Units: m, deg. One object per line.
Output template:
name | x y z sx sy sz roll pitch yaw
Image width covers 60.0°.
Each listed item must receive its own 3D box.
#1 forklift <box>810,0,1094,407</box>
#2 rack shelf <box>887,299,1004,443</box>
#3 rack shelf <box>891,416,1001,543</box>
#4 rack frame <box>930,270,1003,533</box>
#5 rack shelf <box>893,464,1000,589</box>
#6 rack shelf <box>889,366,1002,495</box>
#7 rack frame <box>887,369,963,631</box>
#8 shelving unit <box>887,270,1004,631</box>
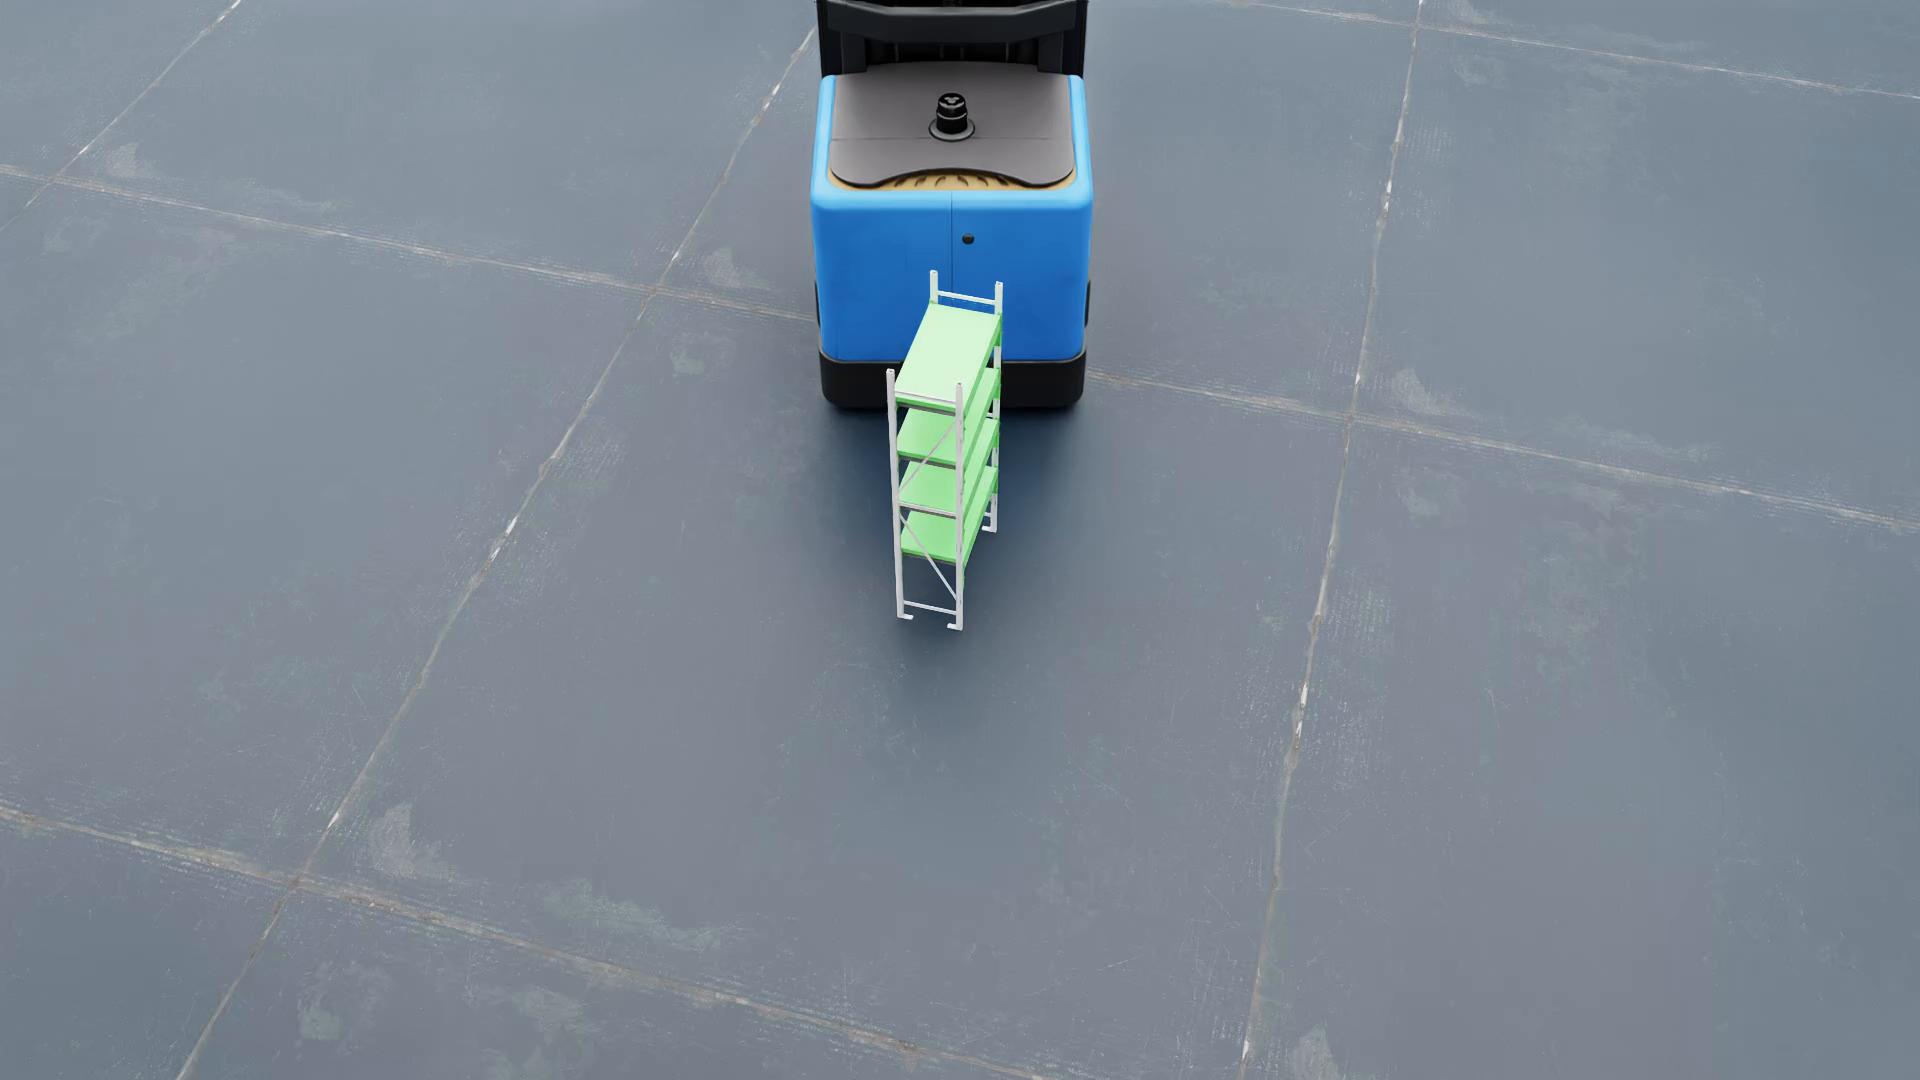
forklift | -0.033 -2.586 6.577 1.130 2.935 3.031 0 49 0
rack shelf | -0.044 -0.553 5.382 0.258 0.148 0.480 12 50 10
rack shelf | -0.044 -0.235 5.742 0.258 0.148 0.480 12 50 10
rack frame | 0.021 -0.454 5.850 0.240 1.200 0.015 12 50 10
rack shelf | -0.044 -0.076 5.922 0.258 0.148 0.480 12 50 10
rack shelf | -0.044 -0.394 5.562 0.258 0.148 0.480 12 50 10
rack frame | -0.108 -0.101 5.539 0.240 1.200 0.015 12 50 10
shelving unit | -0.044 -0.277 5.694 0.258 1.200 0.503 12 50 10
